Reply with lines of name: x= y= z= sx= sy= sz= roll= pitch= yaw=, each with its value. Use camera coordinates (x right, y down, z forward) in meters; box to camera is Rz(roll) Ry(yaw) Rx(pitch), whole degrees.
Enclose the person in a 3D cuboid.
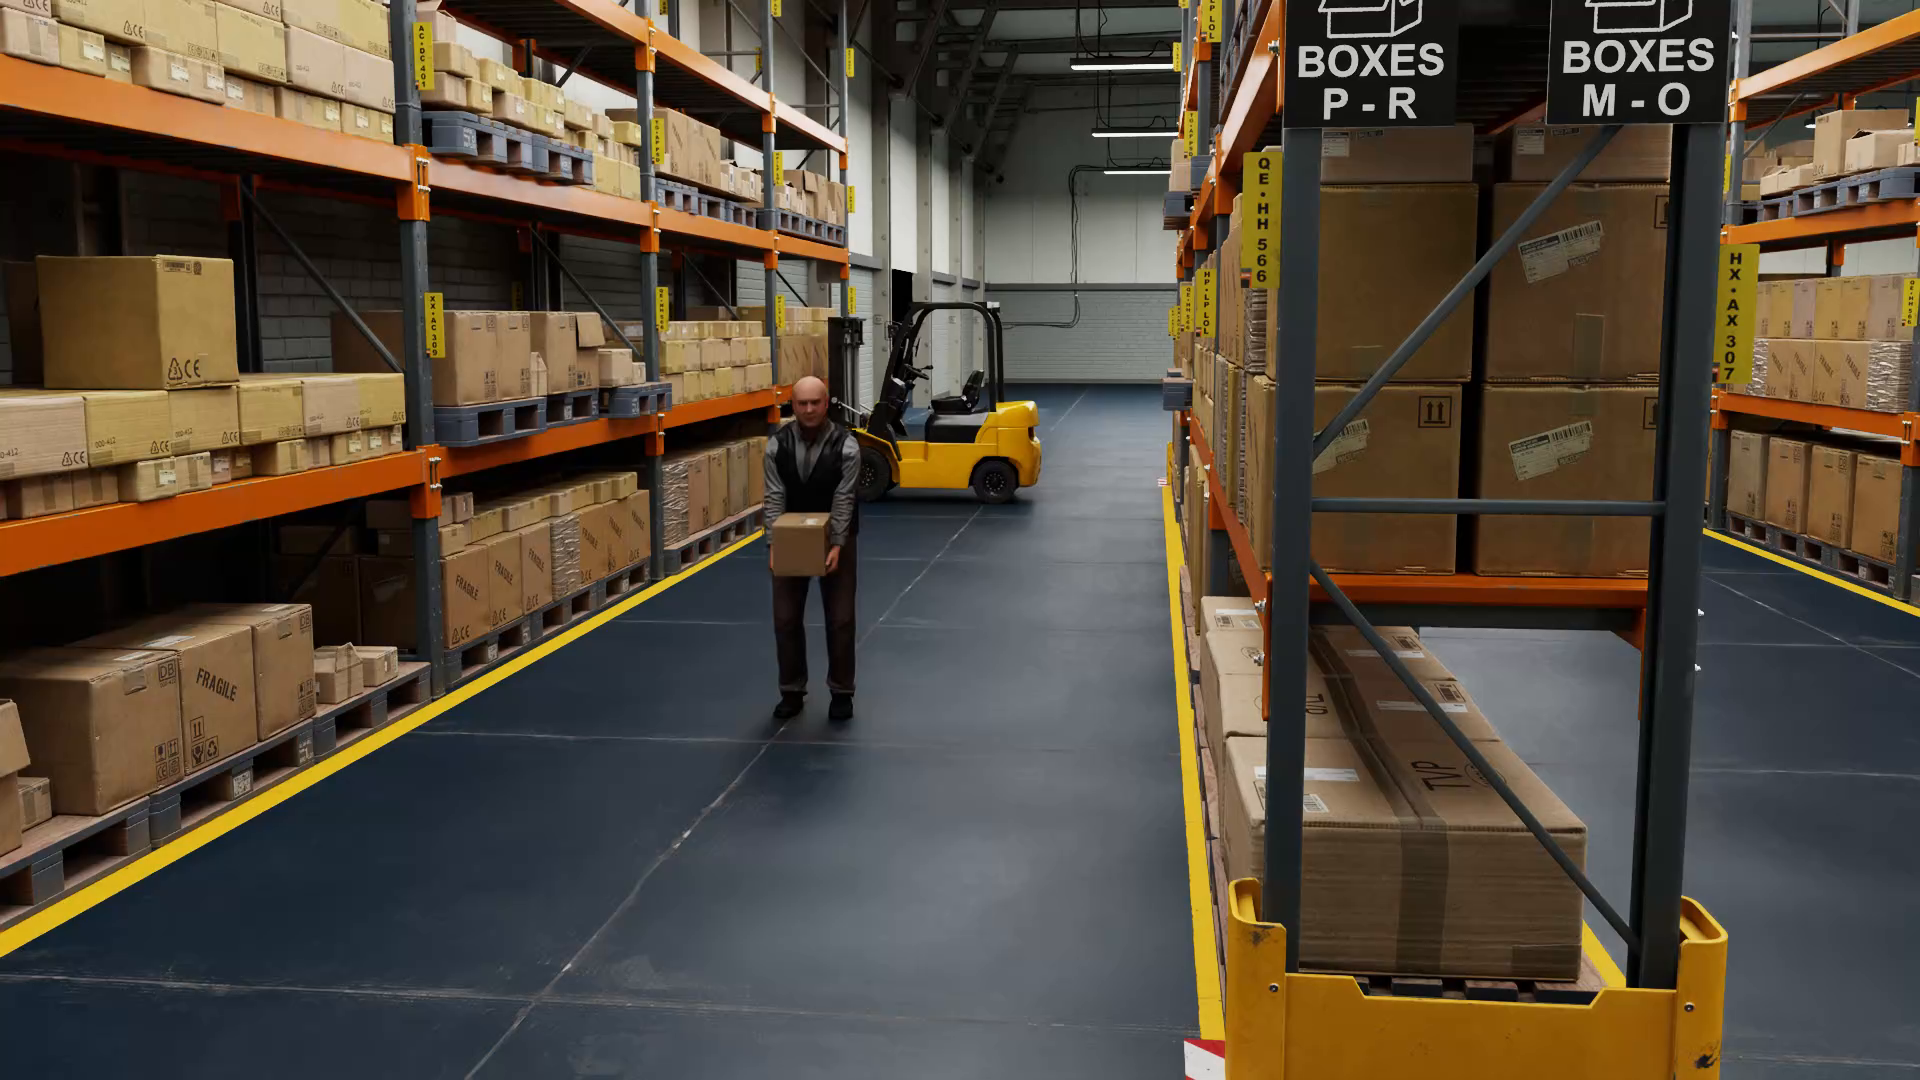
person: x=-0.720 y=0.045 z=8.187 sx=0.479 sy=1.691 sz=0.572 roll=1 pitch=8 yaw=5
